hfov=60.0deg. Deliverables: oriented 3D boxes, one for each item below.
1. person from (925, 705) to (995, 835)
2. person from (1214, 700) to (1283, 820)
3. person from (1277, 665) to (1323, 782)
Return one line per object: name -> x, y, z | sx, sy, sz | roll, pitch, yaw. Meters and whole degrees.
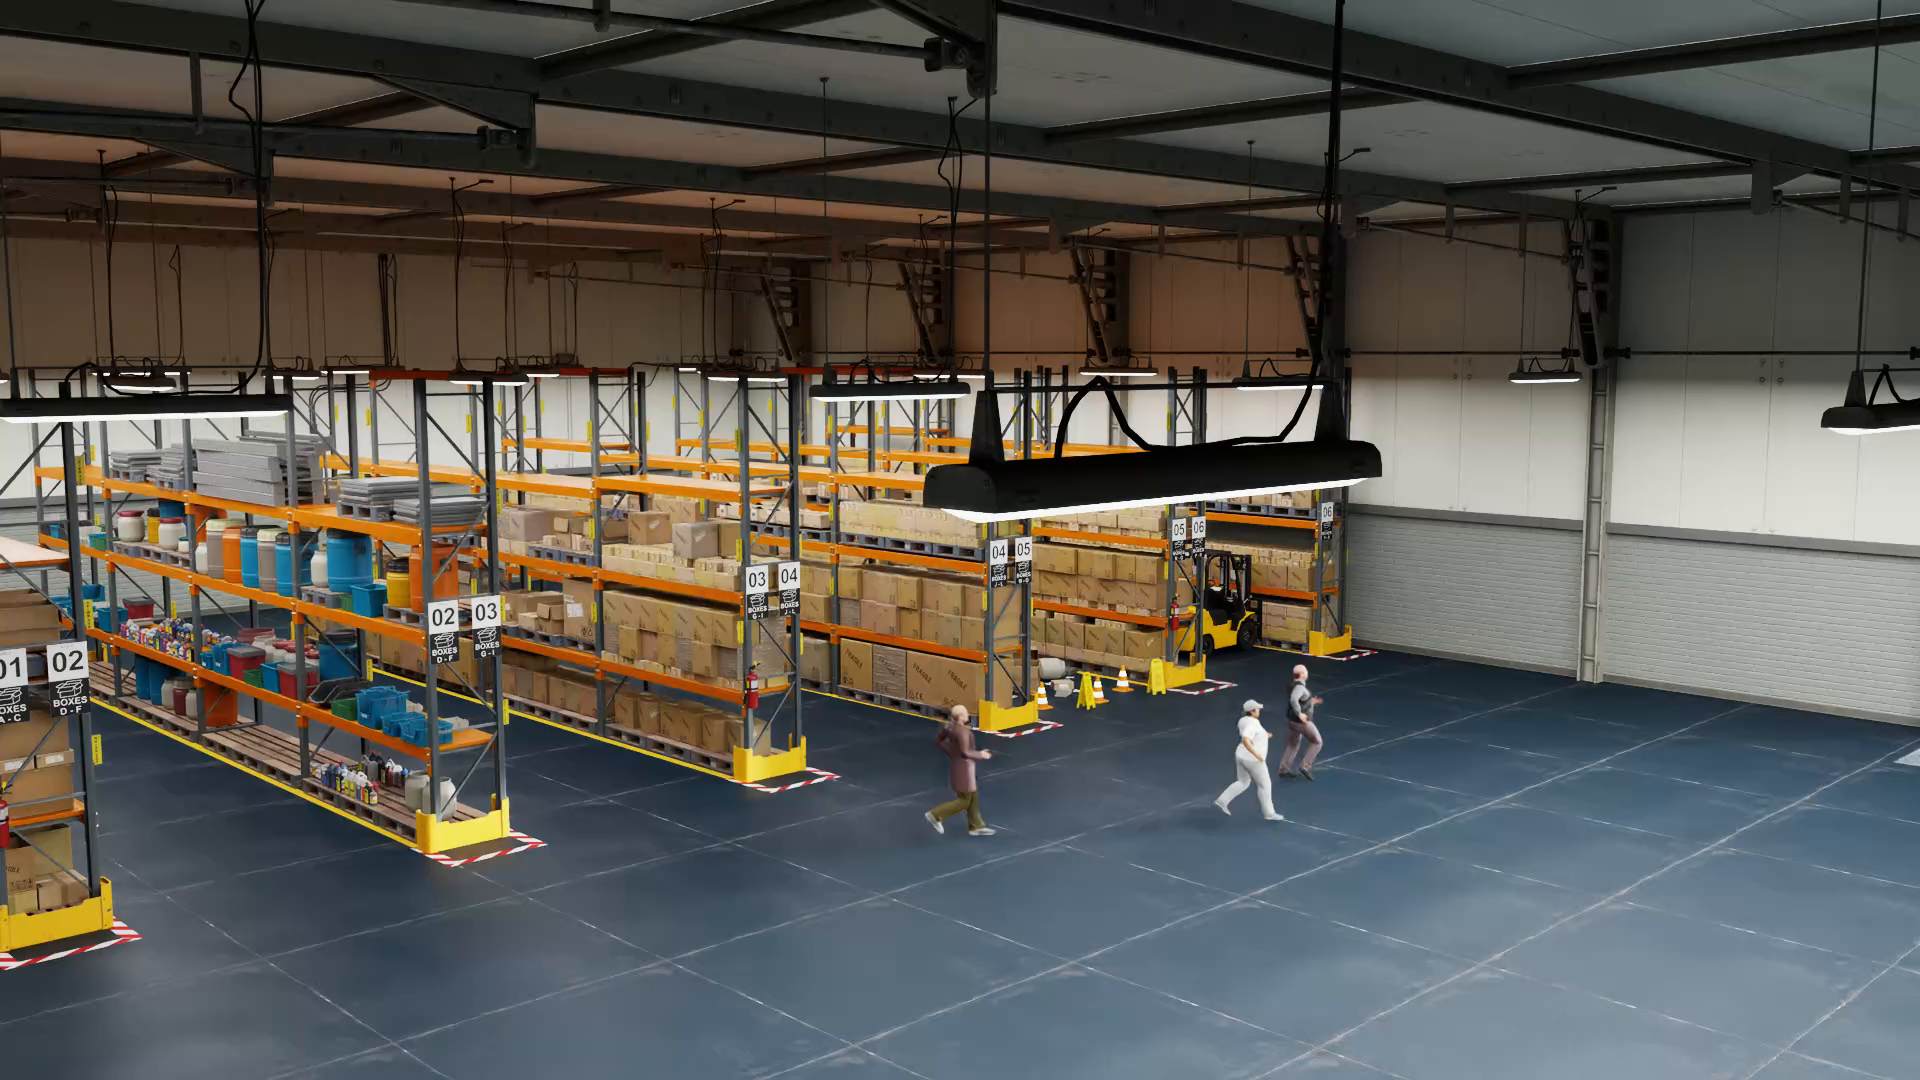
person -> -0.001, 3.014, 21.595 | 0.998, 1.770, 0.710 | -2, 7, -18
person -> 3.932, 2.966, 22.400 | 0.898, 1.650, 0.608 | -2, 7, -16
person -> 5.040, 2.708, 24.587 | 0.686, 1.738, 0.638 | -2, 7, -14
